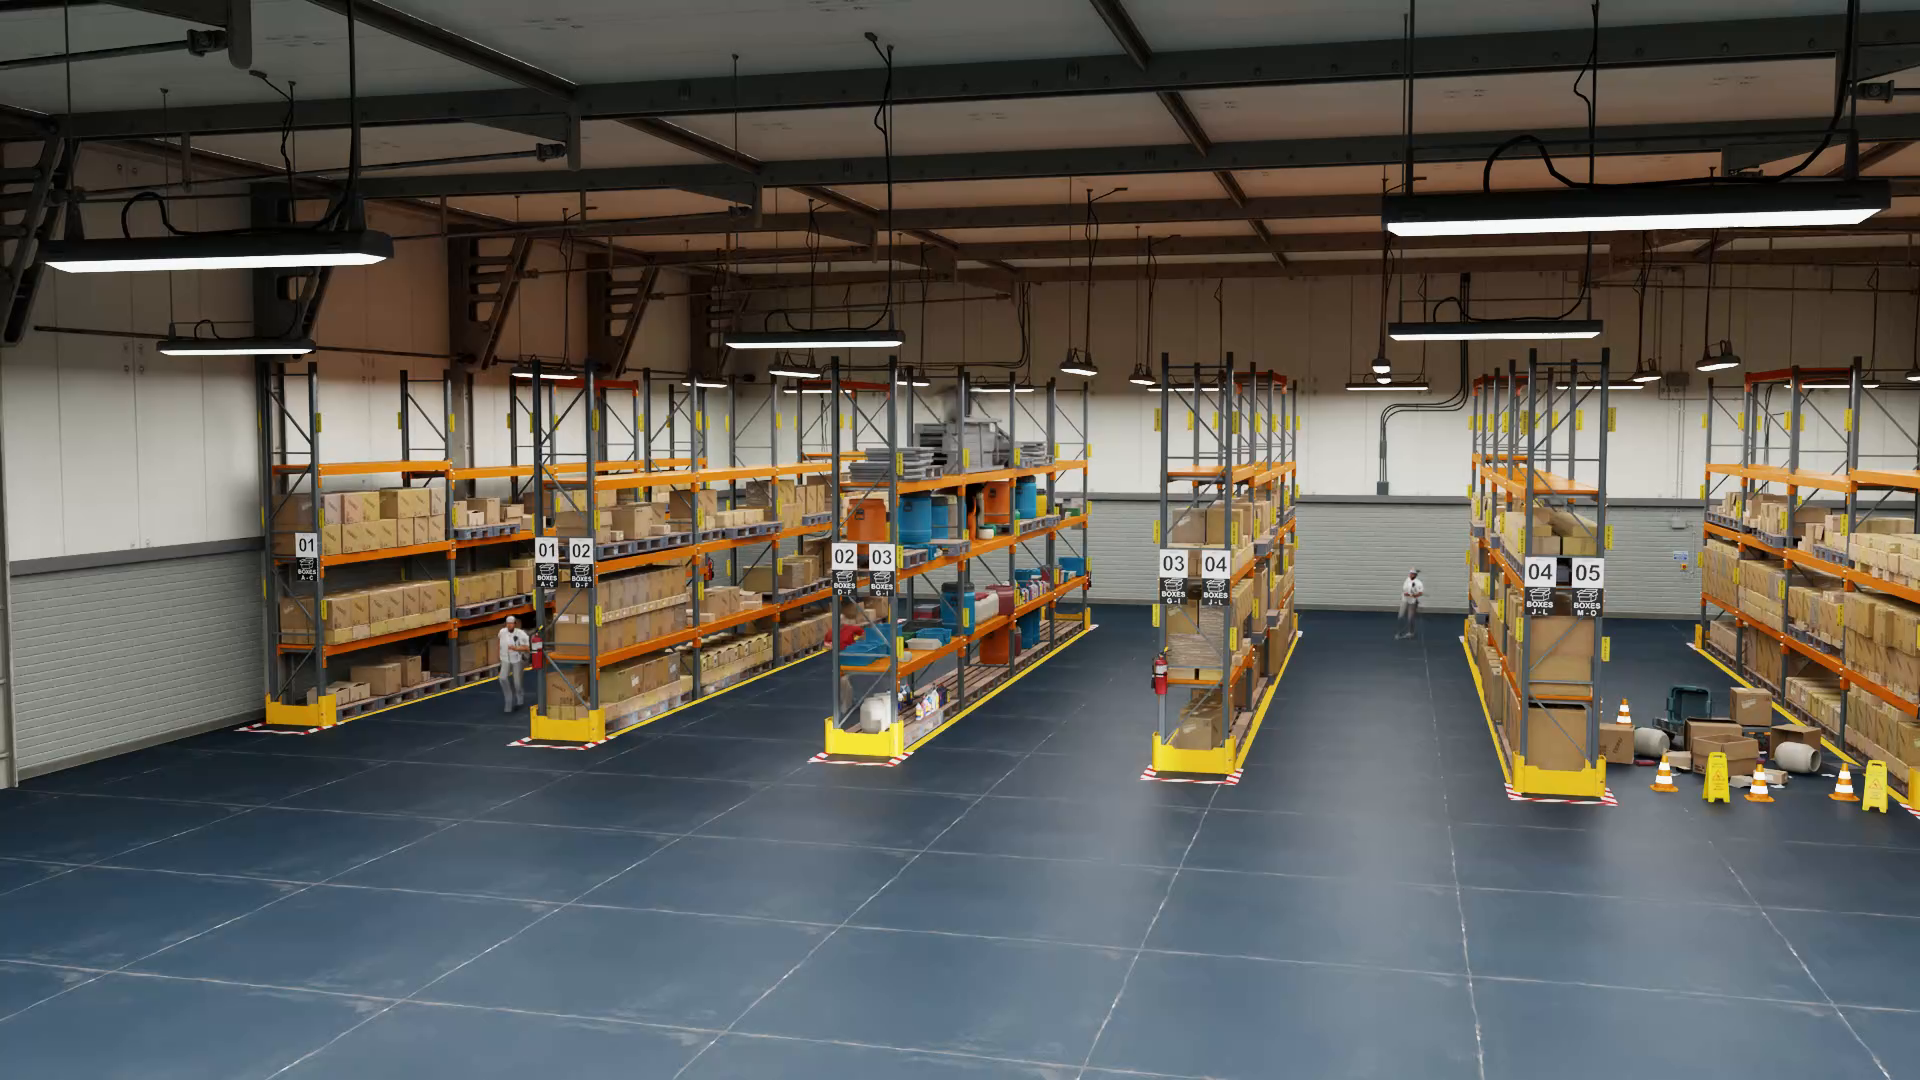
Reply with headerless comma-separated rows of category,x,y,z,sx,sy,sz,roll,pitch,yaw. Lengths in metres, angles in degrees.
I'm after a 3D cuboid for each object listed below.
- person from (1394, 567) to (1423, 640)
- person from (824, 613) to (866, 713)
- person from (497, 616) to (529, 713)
person,10.451,1.486,38.455,0.623,1.744,0.683,3,5,41
person,-2.003,2.125,28.871,0.689,1.756,0.854,1,4,18
person,-7.787,2.151,28.965,0.628,1.679,0.815,0,4,2
